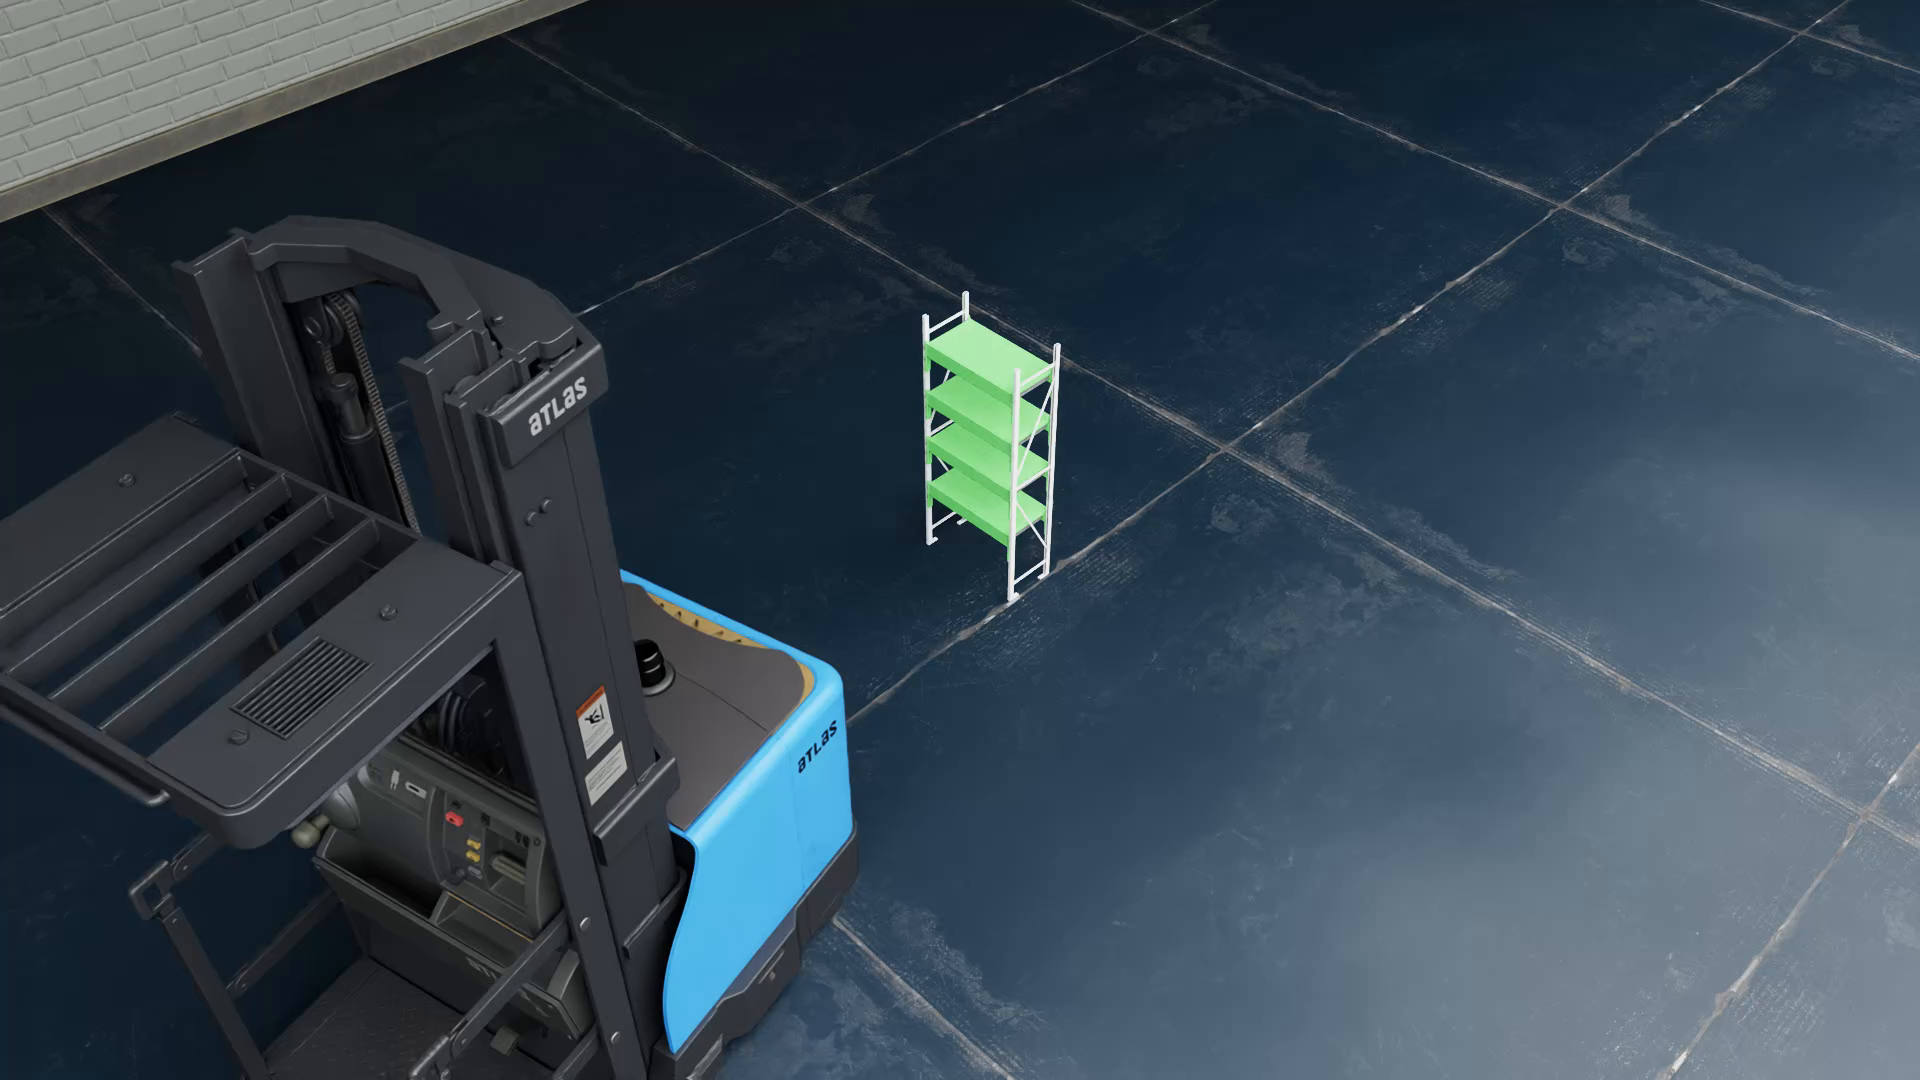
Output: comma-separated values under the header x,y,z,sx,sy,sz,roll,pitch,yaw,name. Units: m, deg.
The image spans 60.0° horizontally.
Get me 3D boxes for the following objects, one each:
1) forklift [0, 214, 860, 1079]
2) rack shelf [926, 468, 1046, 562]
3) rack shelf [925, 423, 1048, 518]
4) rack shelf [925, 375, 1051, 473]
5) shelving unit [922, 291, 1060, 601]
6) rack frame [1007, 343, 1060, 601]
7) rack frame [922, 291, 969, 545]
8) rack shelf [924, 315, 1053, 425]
x,y,z,sx,sy,sz,roll,pitch,yaw,name
-1.546,0.810,4.214,1.130,2.935,3.031,22,47,22,forklift
0.117,-0.138,6.963,0.258,0.148,0.480,-34,53,-31,rack shelf
0.117,-0.314,6.800,0.258,0.148,0.480,-34,53,-31,rack shelf
0.117,-0.490,6.637,0.258,0.148,0.480,-34,53,-31,rack shelf
0.117,-0.361,6.757,0.258,1.200,0.503,-34,53,-31,shelving unit
0.289,-0.244,6.630,0.240,1.200,0.015,-34,53,-31,rack frame
-0.055,-0.478,6.884,0.240,1.200,0.015,-34,53,-31,rack frame
0.117,-0.667,6.474,0.258,0.148,0.480,-34,53,-31,rack shelf
